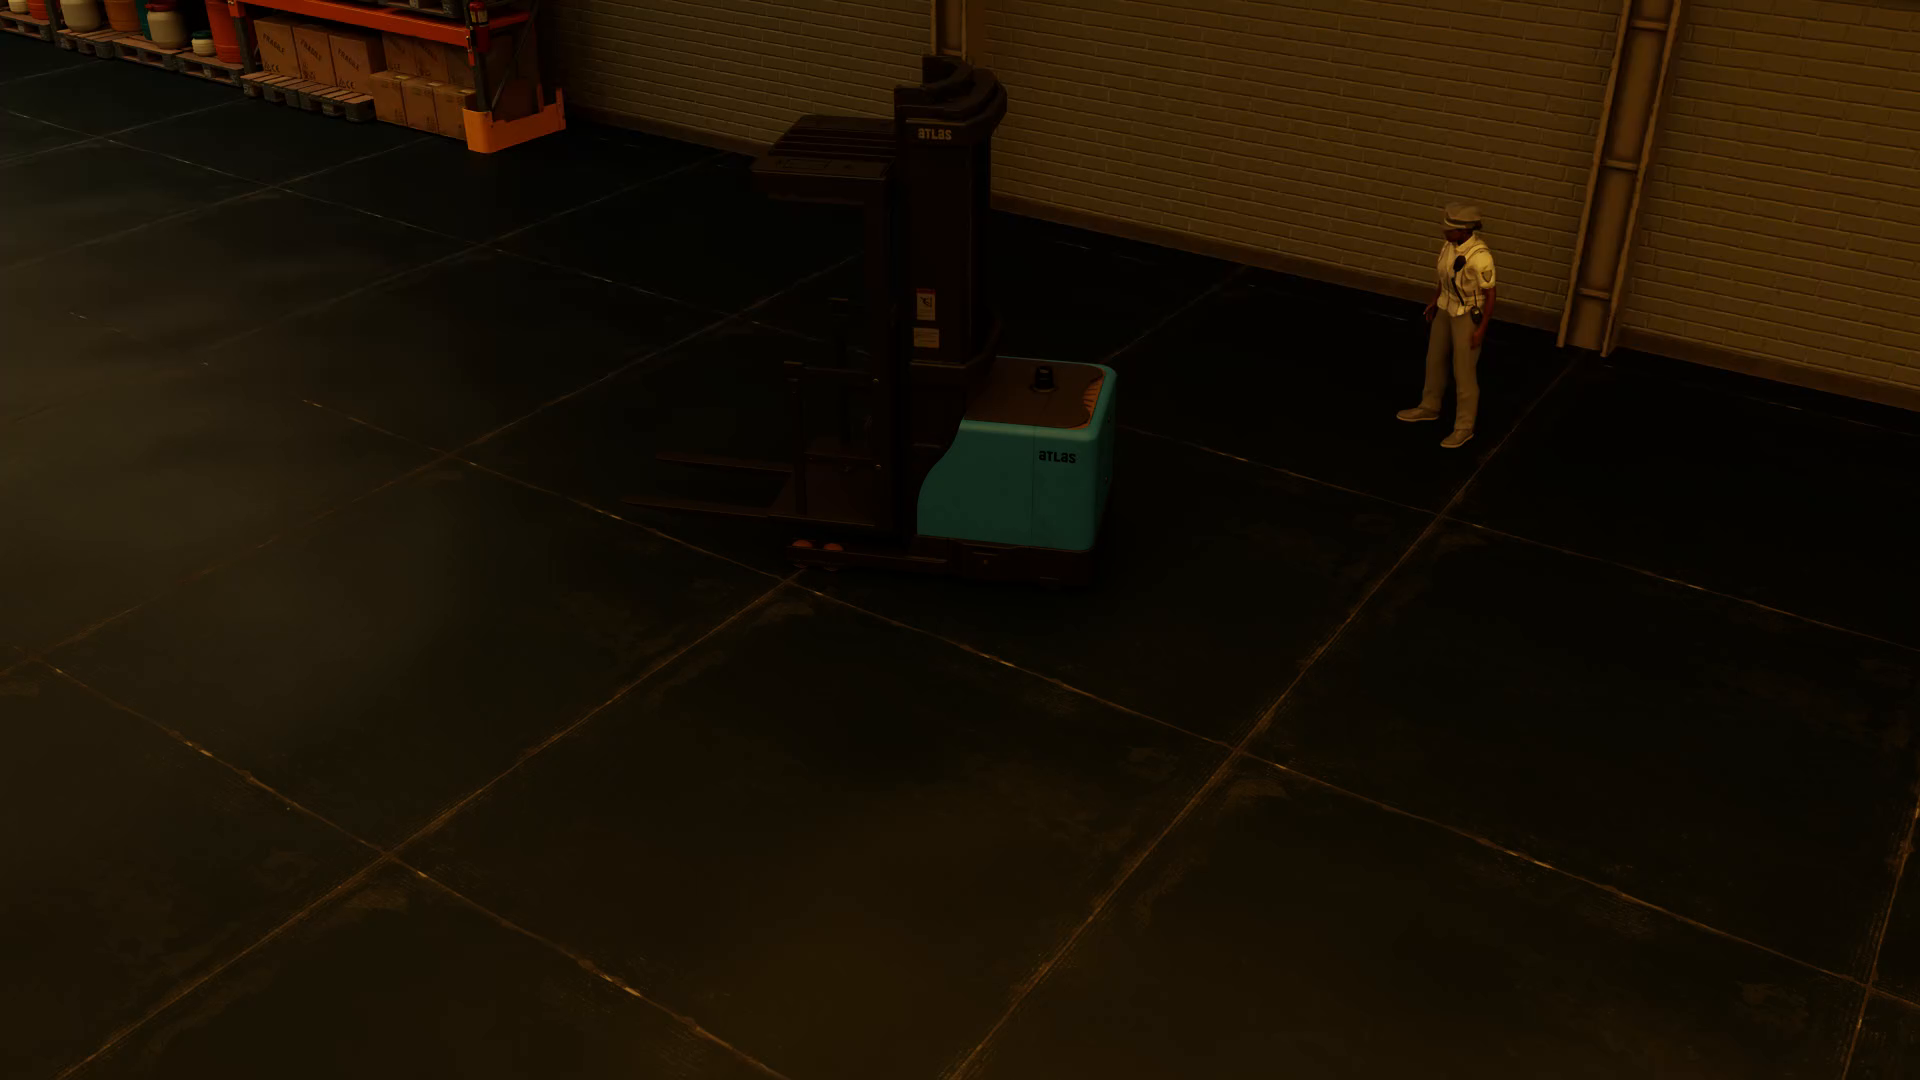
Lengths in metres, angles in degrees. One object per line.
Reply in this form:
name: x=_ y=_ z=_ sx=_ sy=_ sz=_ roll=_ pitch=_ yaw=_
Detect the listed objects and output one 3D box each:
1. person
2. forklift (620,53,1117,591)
person: x=3.422 y=-1.506 z=11.454 sx=0.452 sy=1.659 sz=0.626 roll=-10 pitch=32 yaw=-17
forklift: x=-0.596 y=-1.330 z=9.871 sx=3.031 sy=2.935 sz=1.130 roll=6 pitch=31 yaw=10
